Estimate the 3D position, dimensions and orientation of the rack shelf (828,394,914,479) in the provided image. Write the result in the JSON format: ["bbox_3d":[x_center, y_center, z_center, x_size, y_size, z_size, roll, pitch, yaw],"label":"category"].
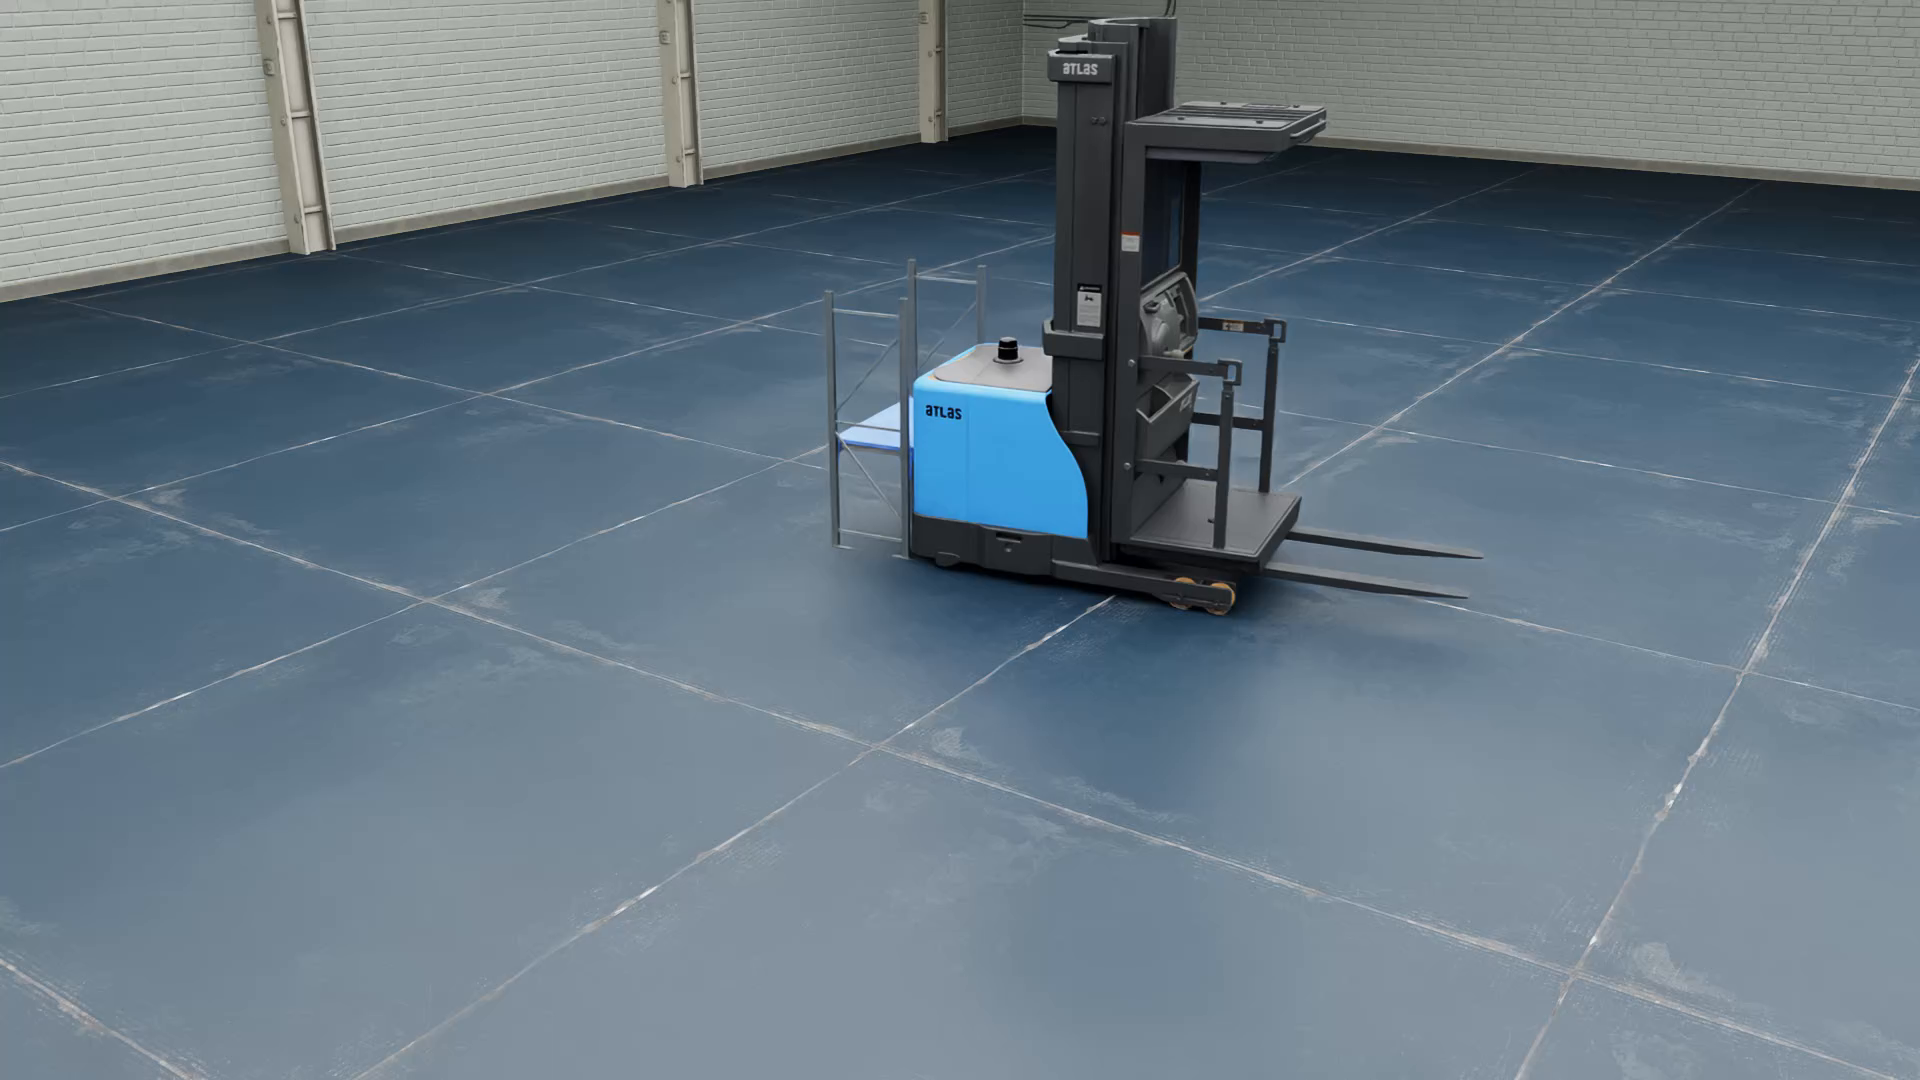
[{"bbox_3d":[-0.296,-0.622,9.802,0.538,0.185,1.000,9,22,24],"label":"rack shelf"}]

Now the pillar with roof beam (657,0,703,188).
[{"bbox_3d":[-0.248,-8.314,19.271,9.100,9.000,0.400,13,24,32],"label":"pillar with roof beam"}]

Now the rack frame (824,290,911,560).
[{"bbox_3d":[-0.513,-0.631,9.308,0.500,1.500,0.032,9,22,24],"label":"rack frame"}]

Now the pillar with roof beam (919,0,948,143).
[{"bbox_3d":[3.125,-10.036,23.926,9.100,9.000,0.400,13,24,32],"label":"pillar with roof beam"}]

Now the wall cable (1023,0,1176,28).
[{"bbox_3d":[2.314,-10.007,28.322,3.097,2.526,0.112,13,24,32],"label":"wall cable"}]

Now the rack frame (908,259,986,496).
[{"bbox_3d":[-0.080,-0.950,10.171,0.500,1.500,0.032,9,22,24],"label":"rack frame"}]

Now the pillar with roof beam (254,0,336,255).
[{"bbox_3d":[-3.621,-6.593,14.617,9.100,9.000,0.400,13,24,32],"label":"pillar with roof beam"}]

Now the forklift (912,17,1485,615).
[{"bbox_3d":[1.294,-1.192,8.762,3.031,2.935,1.130,8,22,22],"label":"forklift"}]

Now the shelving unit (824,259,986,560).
[{"bbox_3d":[-0.296,-0.790,9.739,0.538,1.500,1.048,9,22,24],"label":"shelving unit"}]
